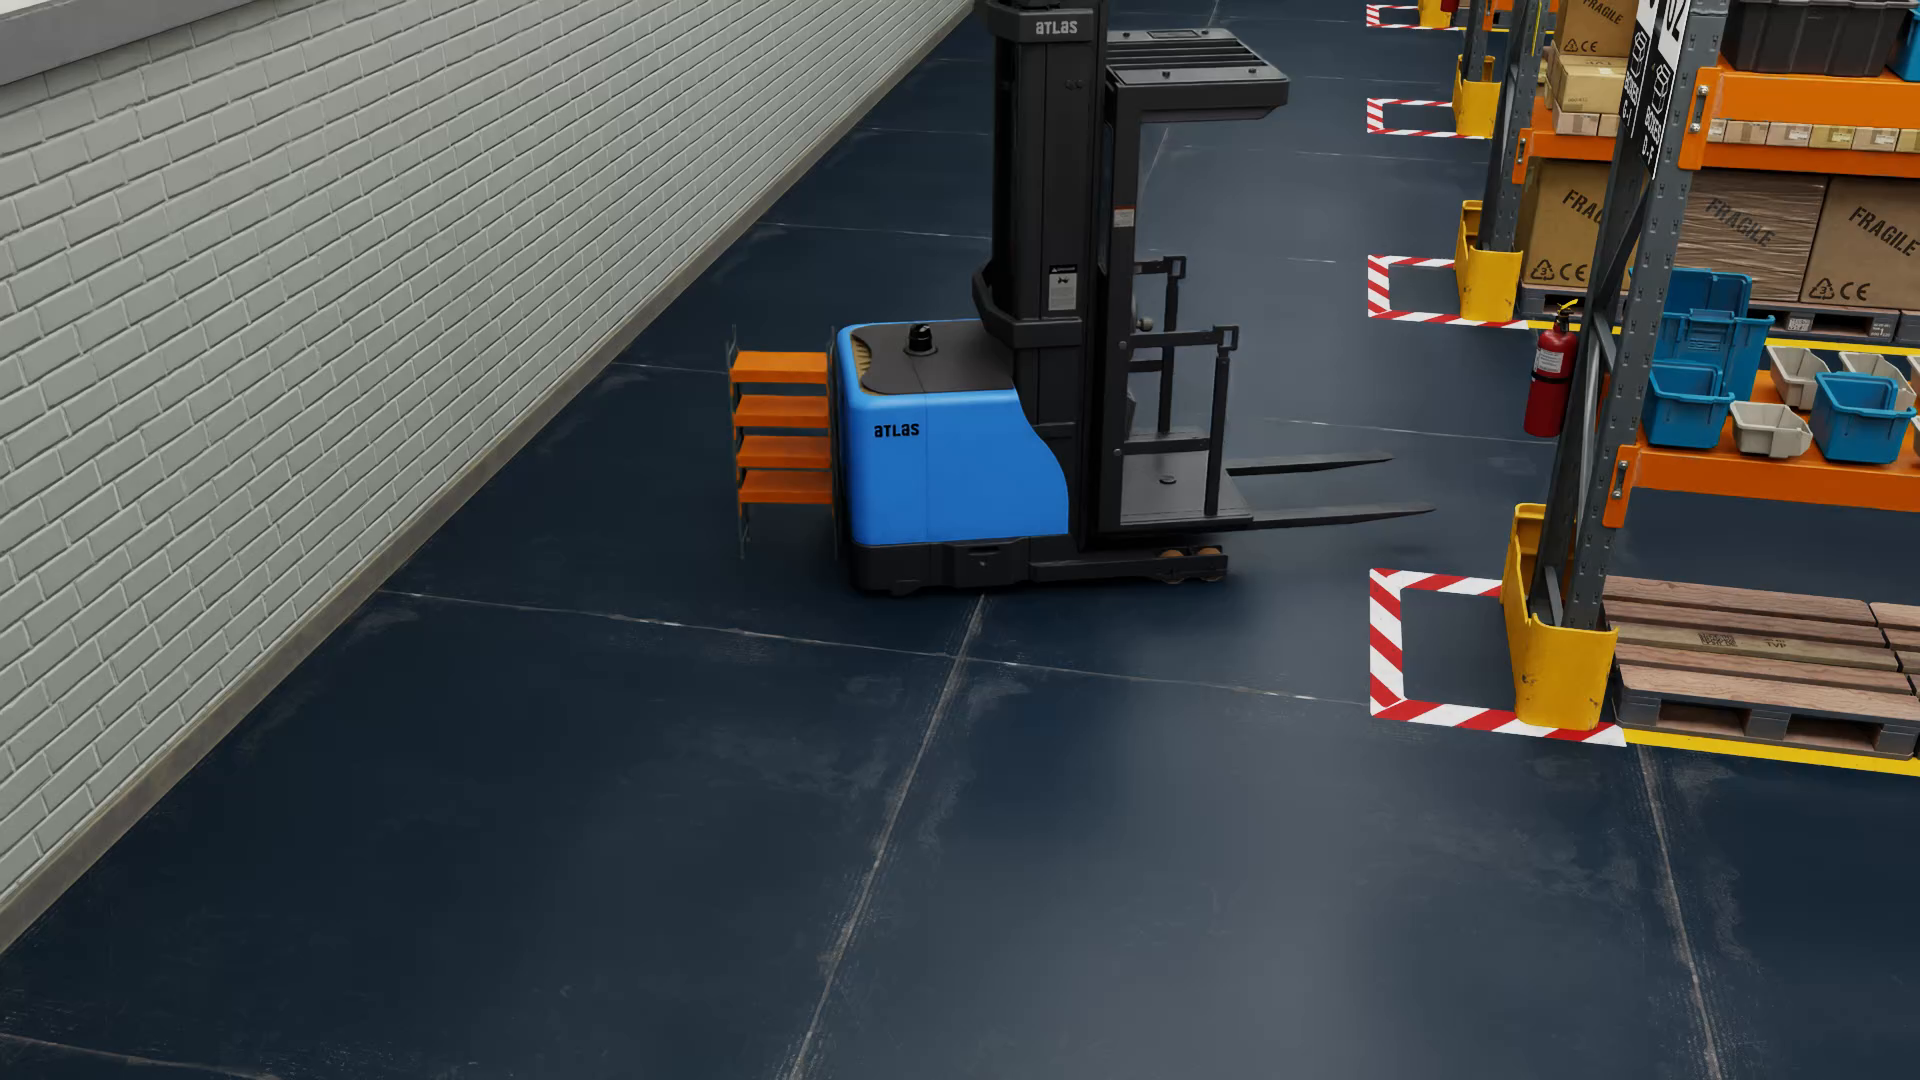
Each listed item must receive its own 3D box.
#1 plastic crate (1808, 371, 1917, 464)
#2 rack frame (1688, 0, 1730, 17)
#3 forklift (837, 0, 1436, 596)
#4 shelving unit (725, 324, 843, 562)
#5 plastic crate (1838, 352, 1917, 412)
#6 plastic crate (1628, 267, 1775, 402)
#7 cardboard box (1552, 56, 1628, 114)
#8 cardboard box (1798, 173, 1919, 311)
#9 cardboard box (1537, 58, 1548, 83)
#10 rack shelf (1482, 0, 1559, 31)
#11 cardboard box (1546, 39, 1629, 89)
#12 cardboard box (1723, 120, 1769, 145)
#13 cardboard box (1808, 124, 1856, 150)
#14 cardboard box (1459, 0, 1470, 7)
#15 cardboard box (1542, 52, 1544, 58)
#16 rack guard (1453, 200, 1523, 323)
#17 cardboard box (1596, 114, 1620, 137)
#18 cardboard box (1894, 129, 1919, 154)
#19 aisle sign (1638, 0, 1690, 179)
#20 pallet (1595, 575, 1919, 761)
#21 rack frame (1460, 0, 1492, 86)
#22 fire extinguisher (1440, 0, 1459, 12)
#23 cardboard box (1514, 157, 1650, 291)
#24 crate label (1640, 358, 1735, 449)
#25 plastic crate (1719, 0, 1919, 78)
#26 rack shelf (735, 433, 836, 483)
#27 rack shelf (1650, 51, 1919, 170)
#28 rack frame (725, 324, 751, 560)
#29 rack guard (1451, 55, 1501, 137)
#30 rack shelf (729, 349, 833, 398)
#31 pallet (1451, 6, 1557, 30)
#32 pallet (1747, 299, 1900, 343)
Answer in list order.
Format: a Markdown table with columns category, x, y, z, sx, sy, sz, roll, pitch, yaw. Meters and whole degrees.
| category | x | y | z | sx | sy | sz | roll | pitch | yaw |
| --- | --- | --- | --- | --- | --- | --- | --- | --- | --- |
| plastic crate | 3.572 | -0.480 | 6.616 | 0.300 | 0.233 | 0.416 | 6 | 29 | 11 |
| rack frame | 2.755 | -3.404 | 5.598 | 0.127 | 3.000 | 1.000 | 6 | 29 | 11 |
| forklift | 0.913 | -1.314 | 8.098 | 3.031 | 2.935 | 1.130 | -4 | 29 | -6 |
| shelving unit | -0.873 | -0.475 | 8.369 | 0.503 | 1.200 | 0.258 | 1 | 29 | 2 |
| plastic crate | 3.871 | -0.651 | 7.028 | 0.243 | 0.136 | 0.396 | 6 | 29 | 11 |
| plastic crate | 3.122 | -0.869 | 7.114 | 0.499 | 0.435 | 0.616 | 6 | 29 | 11 |
| cardboard box | 4.202 | -2.989 | 10.932 | 0.500 | 0.250 | 0.500 | 5 | 29 | 9 |
| cardboard box | 6.192 | -2.144 | 11.318 | 0.875 | 0.875 | 0.875 | 6 | 29 | 11 |
| cardboard box | 5.365 | -4.401 | 15.577 | 0.250 | 0.149 | 0.380 | 5 | 29 | 8 |
| rack shelf | 6.880 | -4.902 | 15.330 | 4.000 | 0.370 | 1.077 | 6 | 29 | 11 |
| cardboard box | 4.319 | -3.240 | 11.390 | 0.500 | 0.250 | 0.500 | 5 | 29 | 10 |
| cardboard box | 5.073 | -2.696 | 10.813 | 0.250 | 0.149 | 0.380 | 5 | 29 | 10 |
| cardboard box | 5.572 | -2.645 | 10.719 | 0.250 | 0.149 | 0.380 | 5 | 29 | 9 |
| cardboard box | 6.525 | -6.794 | 20.267 | 0.875 | 0.438 | 0.875 | 5 | 29 | 9 |
| cardboard box | 5.495 | -4.679 | 16.084 | 0.250 | 0.149 | 0.380 | 6 | 29 | 11 |
| rack guard | 3.766 | -2.005 | 11.892 | 0.348 | 0.500 | 1.175 | 6 | 29 | 11 |
| cardboard box | 4.319 | -2.773 | 10.953 | 0.250 | 0.149 | 0.380 | 5 | 29 | 10 |
| cardboard box | 6.078 | -2.593 | 10.624 | 0.250 | 0.149 | 0.380 | 5 | 29 | 10 |
| aisle sign | 2.623 | -1.781 | 6.172 | 0.004 | 0.787 | 0.394 | 6 | 29 | 11 |
| pallet | 3.554 | 0.551 | 7.523 | 1.213 | 0.211 | 1.003 | 6 | 29 | 11 |
| rack frame | 4.924 | -5.418 | 15.523 | 0.127 | 3.000 | 1.000 | 6 | 29 | 11 |
| fire extinguisher | 4.774 | -5.463 | 16.073 | 0.183 | 0.674 | 0.296 | 6 | 29 | 11 |
| cardboard box | 4.432 | -2.325 | 11.648 | 0.875 | 0.875 | 0.875 | 6 | 29 | 11 |
| crate label | 2.928 | -0.546 | 6.736 | 0.303 | 0.233 | 0.416 | 6 | 29 | 11 |
| plastic crate | 3.073 | -1.862 | 6.040 | 0.590 | 0.269 | 0.497 | 6 | 29 | 11 |
| rack shelf | -0.873 | -0.416 | 8.401 | 0.480 | 0.148 | 0.258 | 1 | 29 | 2 |
| rack shelf | 4.711 | -1.573 | 6.124 | 4.000 | 0.370 | 1.077 | 6 | 29 | 11 |
| rack frame | -1.116 | -0.480 | 8.377 | 0.015 | 1.200 | 0.240 | 1 | 29 | 2 |
| rack guard | 4.998 | -4.314 | 16.109 | 0.348 | 0.500 | 1.175 | 6 | 29 | 11 |
| rack shelf | -0.873 | -0.820 | 8.180 | 0.480 | 0.148 | 0.258 | 1 | 29 | 2 |
| pallet | 6.657 | -6.486 | 20.378 | 1.213 | 0.211 | 1.003 | 6 | 29 | 11 |
| pallet | 5.777 | -1.709 | 11.652 | 1.213 | 0.211 | 1.003 | 6 | 29 | 11 |
